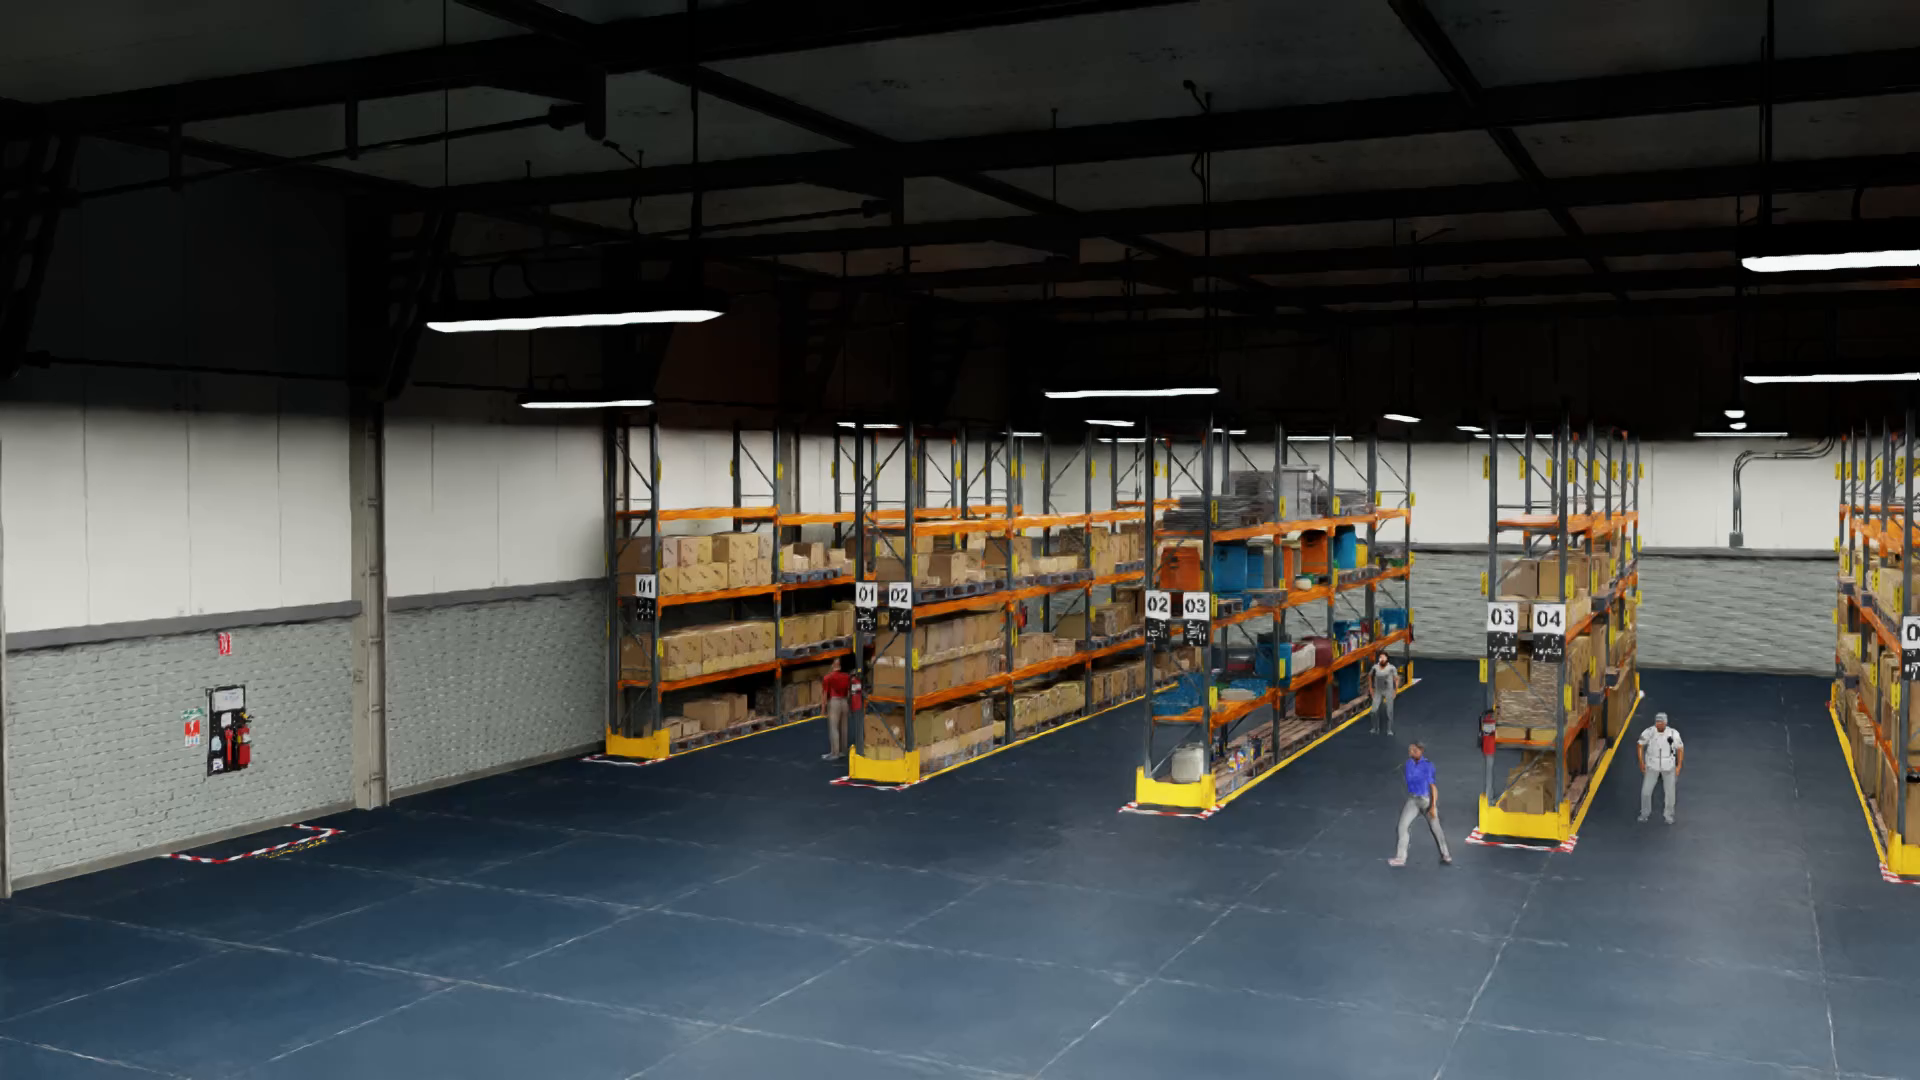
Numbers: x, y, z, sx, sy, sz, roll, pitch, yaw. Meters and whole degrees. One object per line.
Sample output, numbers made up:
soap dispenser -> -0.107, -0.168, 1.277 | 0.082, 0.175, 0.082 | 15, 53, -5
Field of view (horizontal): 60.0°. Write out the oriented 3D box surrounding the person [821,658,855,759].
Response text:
person -> -2.144, 2.960, 28.939 | 0.654, 1.617, 0.586 | -1, 3, -32

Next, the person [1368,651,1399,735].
person -> 7.991, 2.880, 31.369 | 0.580, 1.617, 0.503 | 1, 3, 22

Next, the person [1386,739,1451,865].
person -> 5.845, 3.315, 21.064 | 0.944, 1.599, 0.498 | -2, 3, -42

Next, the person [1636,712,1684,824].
person -> 9.891, 3.215, 23.498 | 0.625, 1.611, 0.582 | 1, 3, 23
